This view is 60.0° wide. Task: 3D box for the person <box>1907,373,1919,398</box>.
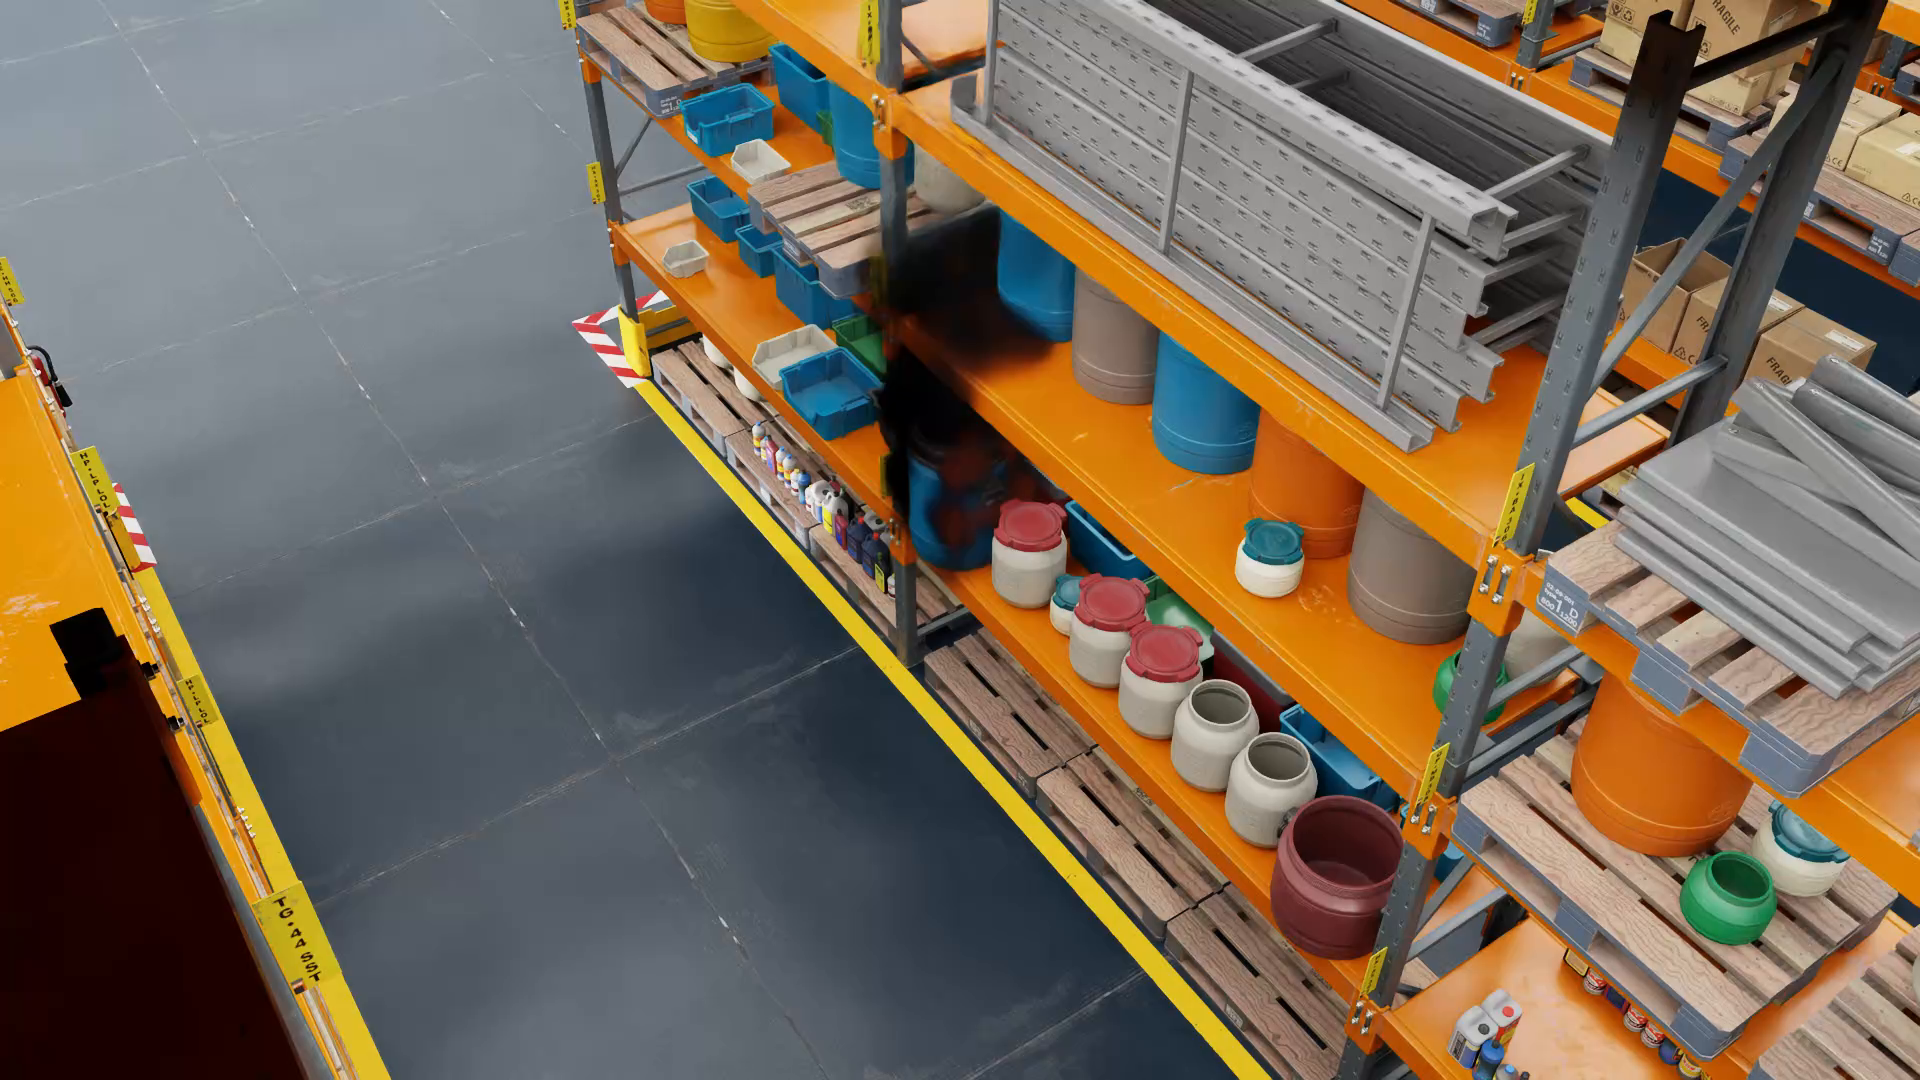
[{"bbox_3d":[7.050,-1.227,11.748,0.692,1.781,0.922,-25,48,-25],"label":"person"}]
